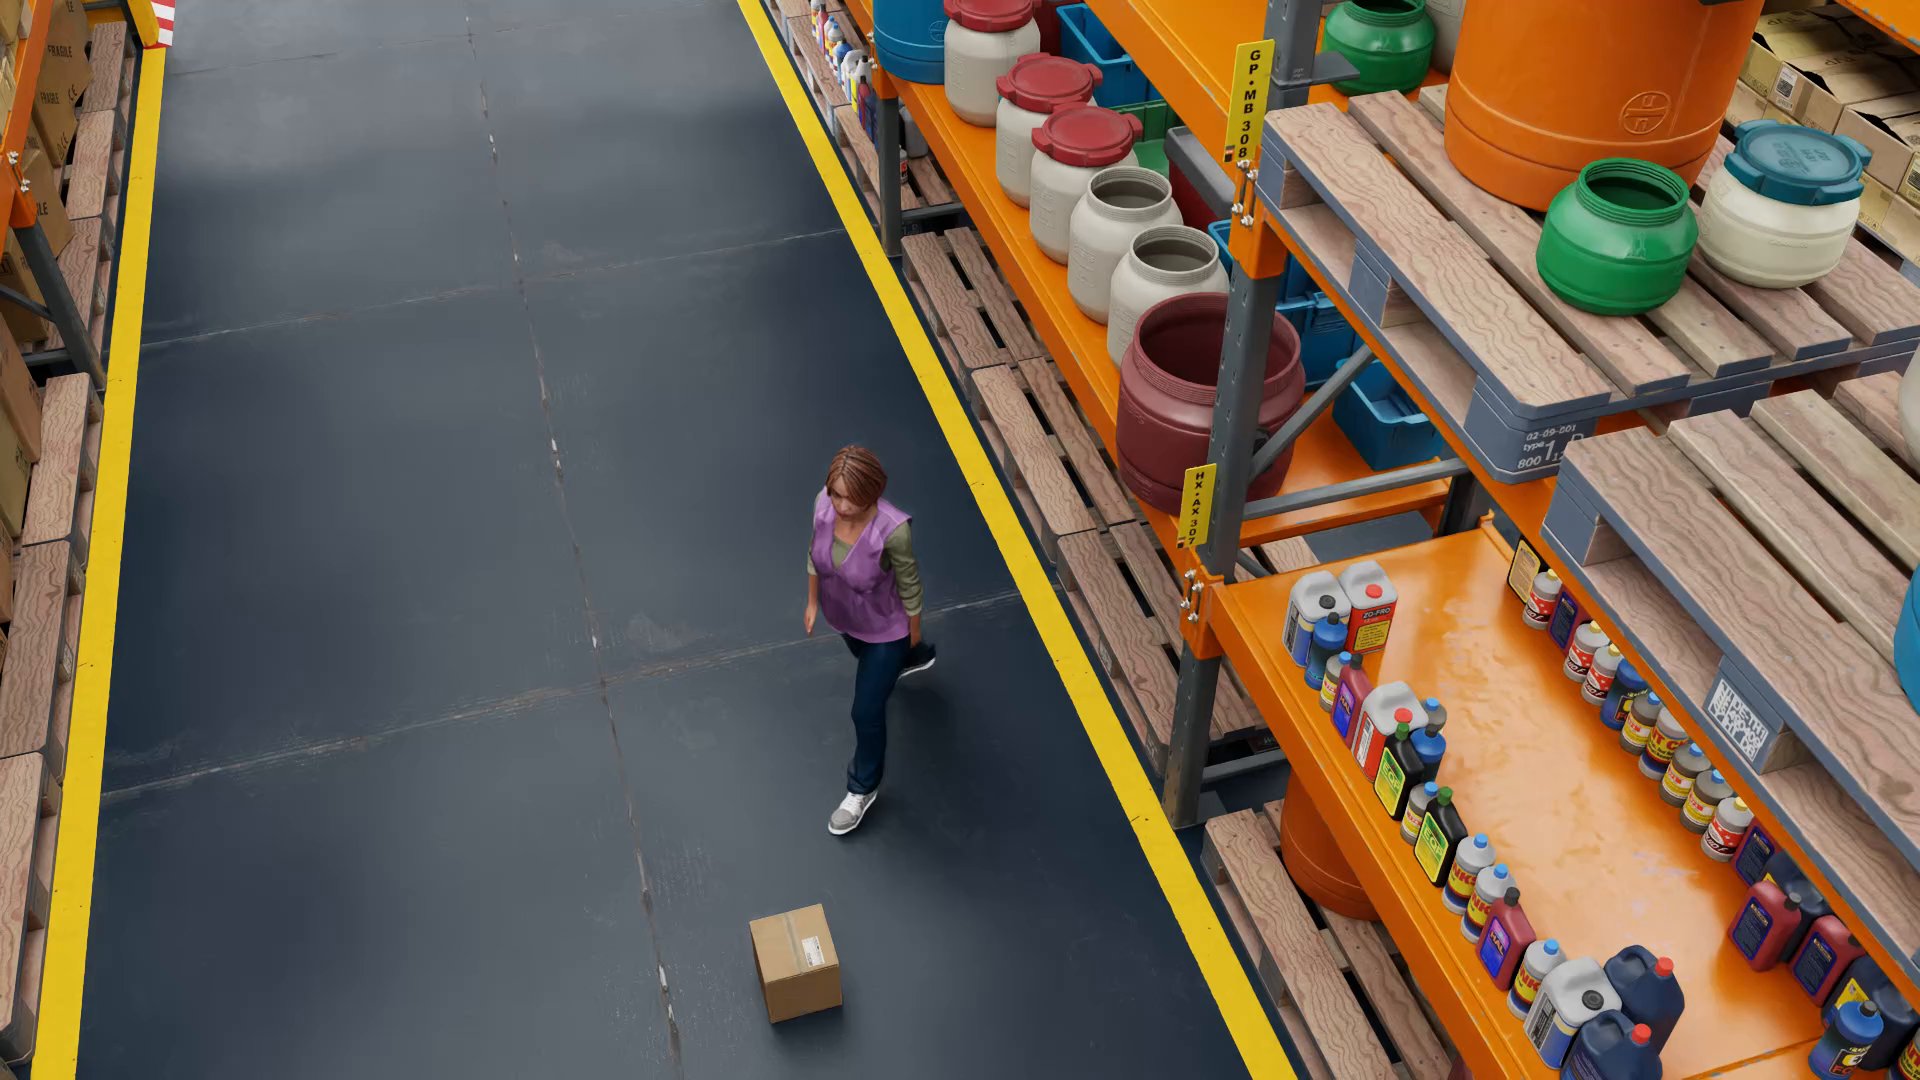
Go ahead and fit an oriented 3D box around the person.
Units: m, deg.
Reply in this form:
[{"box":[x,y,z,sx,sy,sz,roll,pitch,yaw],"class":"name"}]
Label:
[{"box":[-0.322,0.230,5.918,0.466,1.567,0.867,27,49,26],"class":"person"}]
